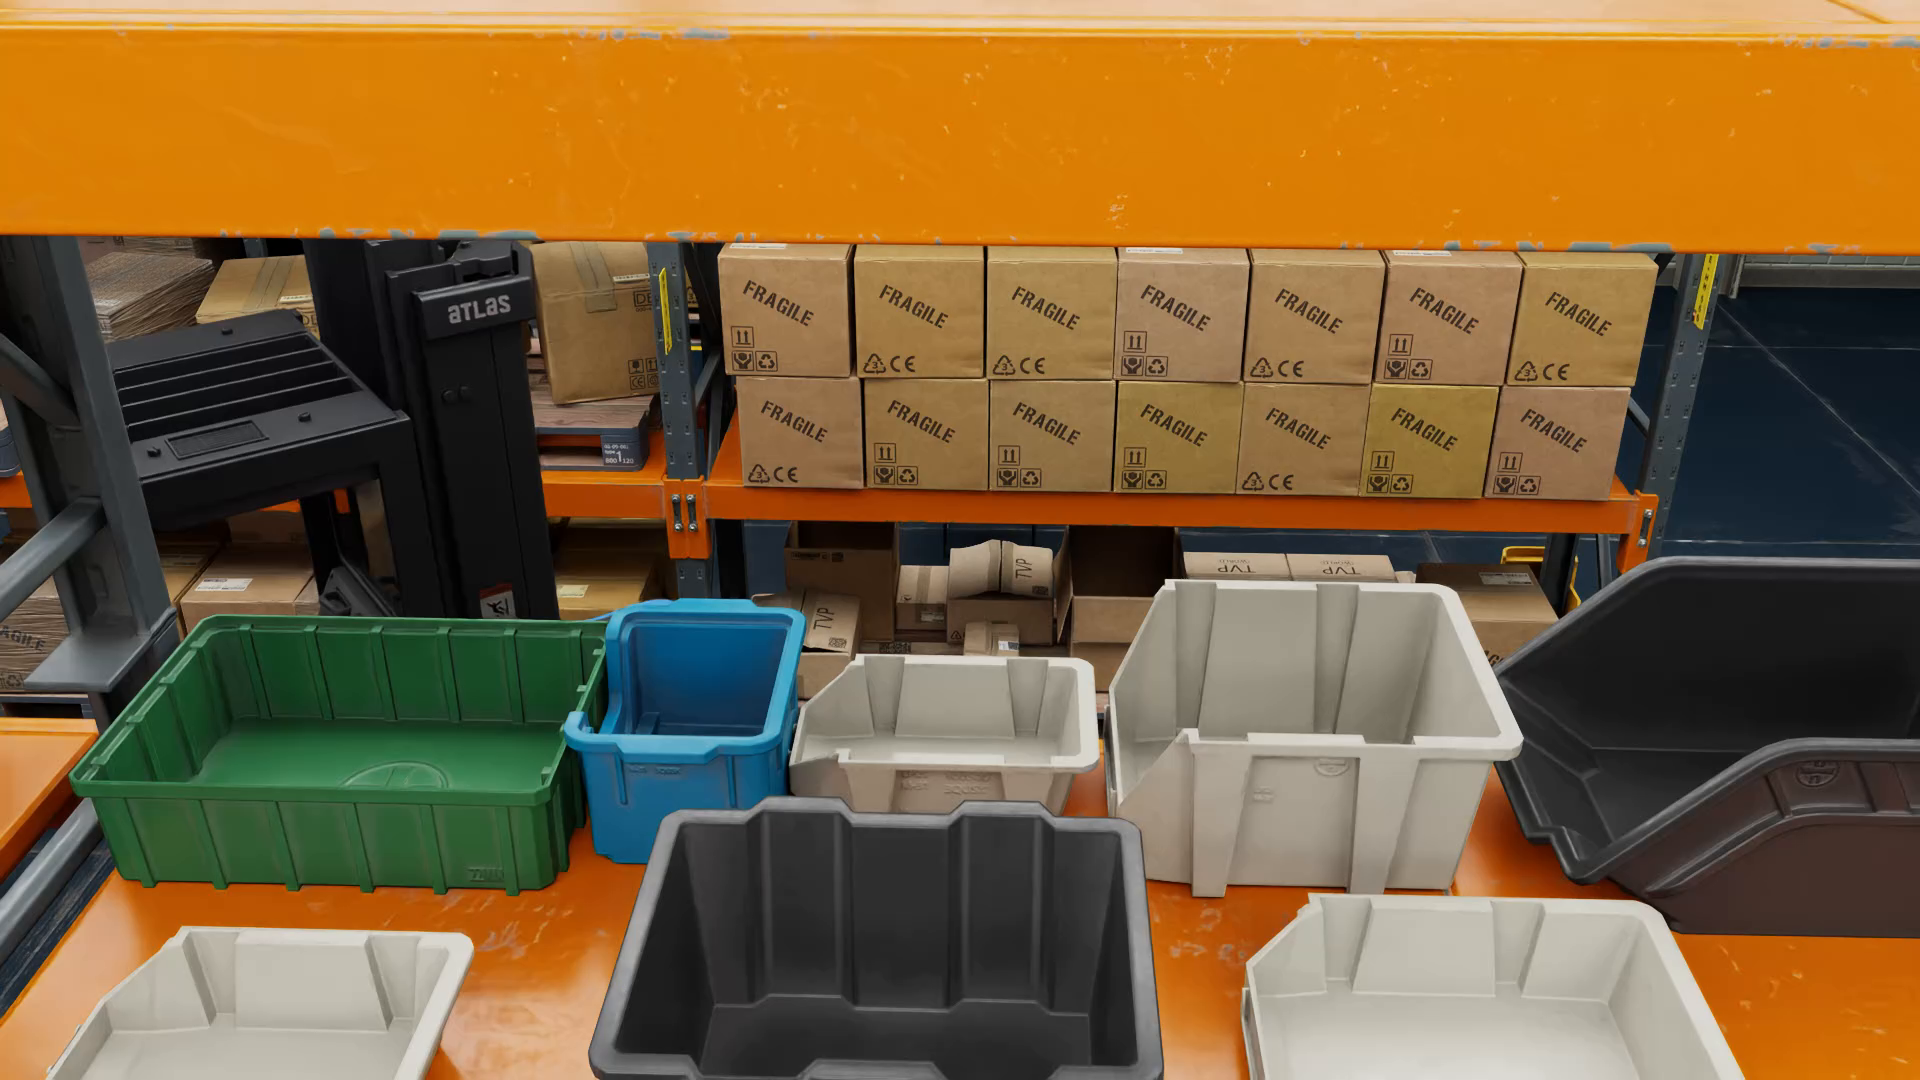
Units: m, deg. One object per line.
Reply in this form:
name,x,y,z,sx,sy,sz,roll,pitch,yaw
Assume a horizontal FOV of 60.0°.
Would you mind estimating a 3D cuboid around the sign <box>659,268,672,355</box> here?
sign,-1.150,-0.893,6.495,0.005,0.325,0.100,1,28,2

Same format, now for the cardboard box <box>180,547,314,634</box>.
cardboard box,-3.140,0.367,7.554,0.500,0.500,0.500,0,28,0

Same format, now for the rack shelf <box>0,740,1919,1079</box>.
rack shelf,0.687,0.703,2.286,4.000,0.370,1.077,1,28,2

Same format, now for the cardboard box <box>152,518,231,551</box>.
cardboard box,-3.671,0.117,8.025,0.500,0.500,0.500,0,28,0

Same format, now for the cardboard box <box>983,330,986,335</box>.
cardboard box,-0.110,-0.789,7.429,0.500,0.500,0.500,2,28,3

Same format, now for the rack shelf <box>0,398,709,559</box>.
rack shelf,-3.132,-0.356,7.487,4.000,0.370,1.077,1,28,2

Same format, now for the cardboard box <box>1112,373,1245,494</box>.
cardboard box,0.886,-0.525,6.931,0.500,0.500,0.500,1,28,1

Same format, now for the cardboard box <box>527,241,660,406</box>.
cardboard box,-1.599,-0.983,7.347,0.500,0.500,0.700,-8,29,-15

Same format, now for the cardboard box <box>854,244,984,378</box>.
cardboard box,-0.157,-0.979,6.720,0.500,0.500,0.500,0,28,0

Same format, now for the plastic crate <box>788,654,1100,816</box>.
plastic crate,-0.028,0.312,2.538,0.466,0.136,0.293,1,28,2

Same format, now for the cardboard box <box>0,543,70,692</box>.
cardboard box,-4.163,0.350,7.586,0.500,0.500,0.500,0,28,0

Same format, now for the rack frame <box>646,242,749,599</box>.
rack frame,-1.134,-0.641,7.256,0.127,3.000,1.000,1,28,2

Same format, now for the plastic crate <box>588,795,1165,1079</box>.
plastic crate,-0.080,0.559,1.930,0.590,0.269,0.497,1,28,2

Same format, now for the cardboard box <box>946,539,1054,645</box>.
cardboard box,0.195,0.242,7.992,0.500,0.311,0.500,1,28,2

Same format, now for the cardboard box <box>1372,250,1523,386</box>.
cardboard box,1.904,-0.947,6.660,0.500,0.500,0.500,2,28,3

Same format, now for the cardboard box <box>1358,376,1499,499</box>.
cardboard box,1.888,-0.506,6.895,0.500,0.500,0.500,1,28,2

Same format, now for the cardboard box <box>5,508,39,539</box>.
cardboard box,-4.132,-0.224,7.868,0.500,0.250,0.500,2,28,4

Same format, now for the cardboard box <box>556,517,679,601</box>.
cardboard box,-1.608,0.147,7.969,0.500,0.500,0.500,0,28,-1

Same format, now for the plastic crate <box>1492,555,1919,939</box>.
plastic crate,1.168,0.292,2.360,0.767,0.338,0.504,1,28,2

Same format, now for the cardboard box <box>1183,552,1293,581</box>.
cardboard box,1.331,0.287,7.971,0.500,0.250,0.500,1,28,2

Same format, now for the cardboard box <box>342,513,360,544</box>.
cardboard box,-2.608,-0.201,7.824,0.500,0.250,0.500,1,28,2

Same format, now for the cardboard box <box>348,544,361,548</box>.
cardboard box,-2.641,0.132,7.998,0.500,0.500,0.500,1,28,2

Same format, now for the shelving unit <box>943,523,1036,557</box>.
shelving unit,0.165,-0.925,8.753,0.503,2.100,0.431,1,28,2

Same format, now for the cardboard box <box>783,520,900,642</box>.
cardboard box,-0.554,0.146,7.971,0.500,0.500,0.500,1,28,2

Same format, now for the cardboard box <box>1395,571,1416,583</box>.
cardboard box,2.208,0.311,8.016,0.250,0.166,0.380,1,28,2

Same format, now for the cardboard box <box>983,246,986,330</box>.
cardboard box,-0.107,-1.232,7.198,0.500,0.500,0.500,0,28,1

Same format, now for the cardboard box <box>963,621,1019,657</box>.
cardboard box,0.143,0.534,7.595,0.250,0.166,0.380,1,28,2

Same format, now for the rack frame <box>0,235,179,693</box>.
rack frame,-1.312,-0.973,1.478,0.127,3.000,1.000,1,28,2

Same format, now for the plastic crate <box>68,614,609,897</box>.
plastic crate,-0.878,0.311,2.483,0.662,0.188,0.450,1,28,2

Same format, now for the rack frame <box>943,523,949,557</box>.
rack frame,-0.078,-0.929,8.761,0.015,2.100,0.400,1,28,2

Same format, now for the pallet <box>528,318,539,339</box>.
pallet,-2.959,-1.724,12.277,1.213,0.211,1.003,1,28,2

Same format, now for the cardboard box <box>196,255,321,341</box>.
cardboard box,-2.901,-0.871,7.135,0.500,0.500,0.700,-6,29,-11

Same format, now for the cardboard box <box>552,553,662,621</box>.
cardboard box,-1.637,0.395,7.501,0.500,0.500,0.500,1,28,2

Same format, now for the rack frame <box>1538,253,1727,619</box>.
rack frame,2.864,-0.575,7.132,0.127,3.000,1.000,1,28,2

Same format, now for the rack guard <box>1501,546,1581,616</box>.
rack guard,2.788,0.528,7.719,0.348,0.500,1.175,1,28,2

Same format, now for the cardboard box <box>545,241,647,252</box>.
cardboard box,-2.505,-2.159,11.966,0.750,0.750,0.750,2,28,3

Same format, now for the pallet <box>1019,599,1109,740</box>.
pallet,0.775,0.622,7.852,1.213,0.211,1.003,1,28,2

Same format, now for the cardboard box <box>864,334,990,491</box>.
cardboard box,-0.122,-0.542,6.963,0.500,0.500,0.500,1,28,3

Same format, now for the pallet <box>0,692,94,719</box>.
pallet,-4.386,0.555,7.977,1.213,0.211,1.003,1,28,2

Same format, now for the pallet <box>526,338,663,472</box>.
pallet,-1.928,-0.620,7.423,1.213,0.211,1.003,1,28,2

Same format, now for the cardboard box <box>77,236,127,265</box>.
cardboard box,-6.192,-2.166,12.333,0.500,0.500,0.700,1,28,2

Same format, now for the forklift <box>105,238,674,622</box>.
forklift,-2.074,0.449,5.274,3.031,2.935,1.130,-19,33,-31

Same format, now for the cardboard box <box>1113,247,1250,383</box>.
cardboard box,0.873,-0.962,6.688,0.500,0.500,0.500,2,28,3
